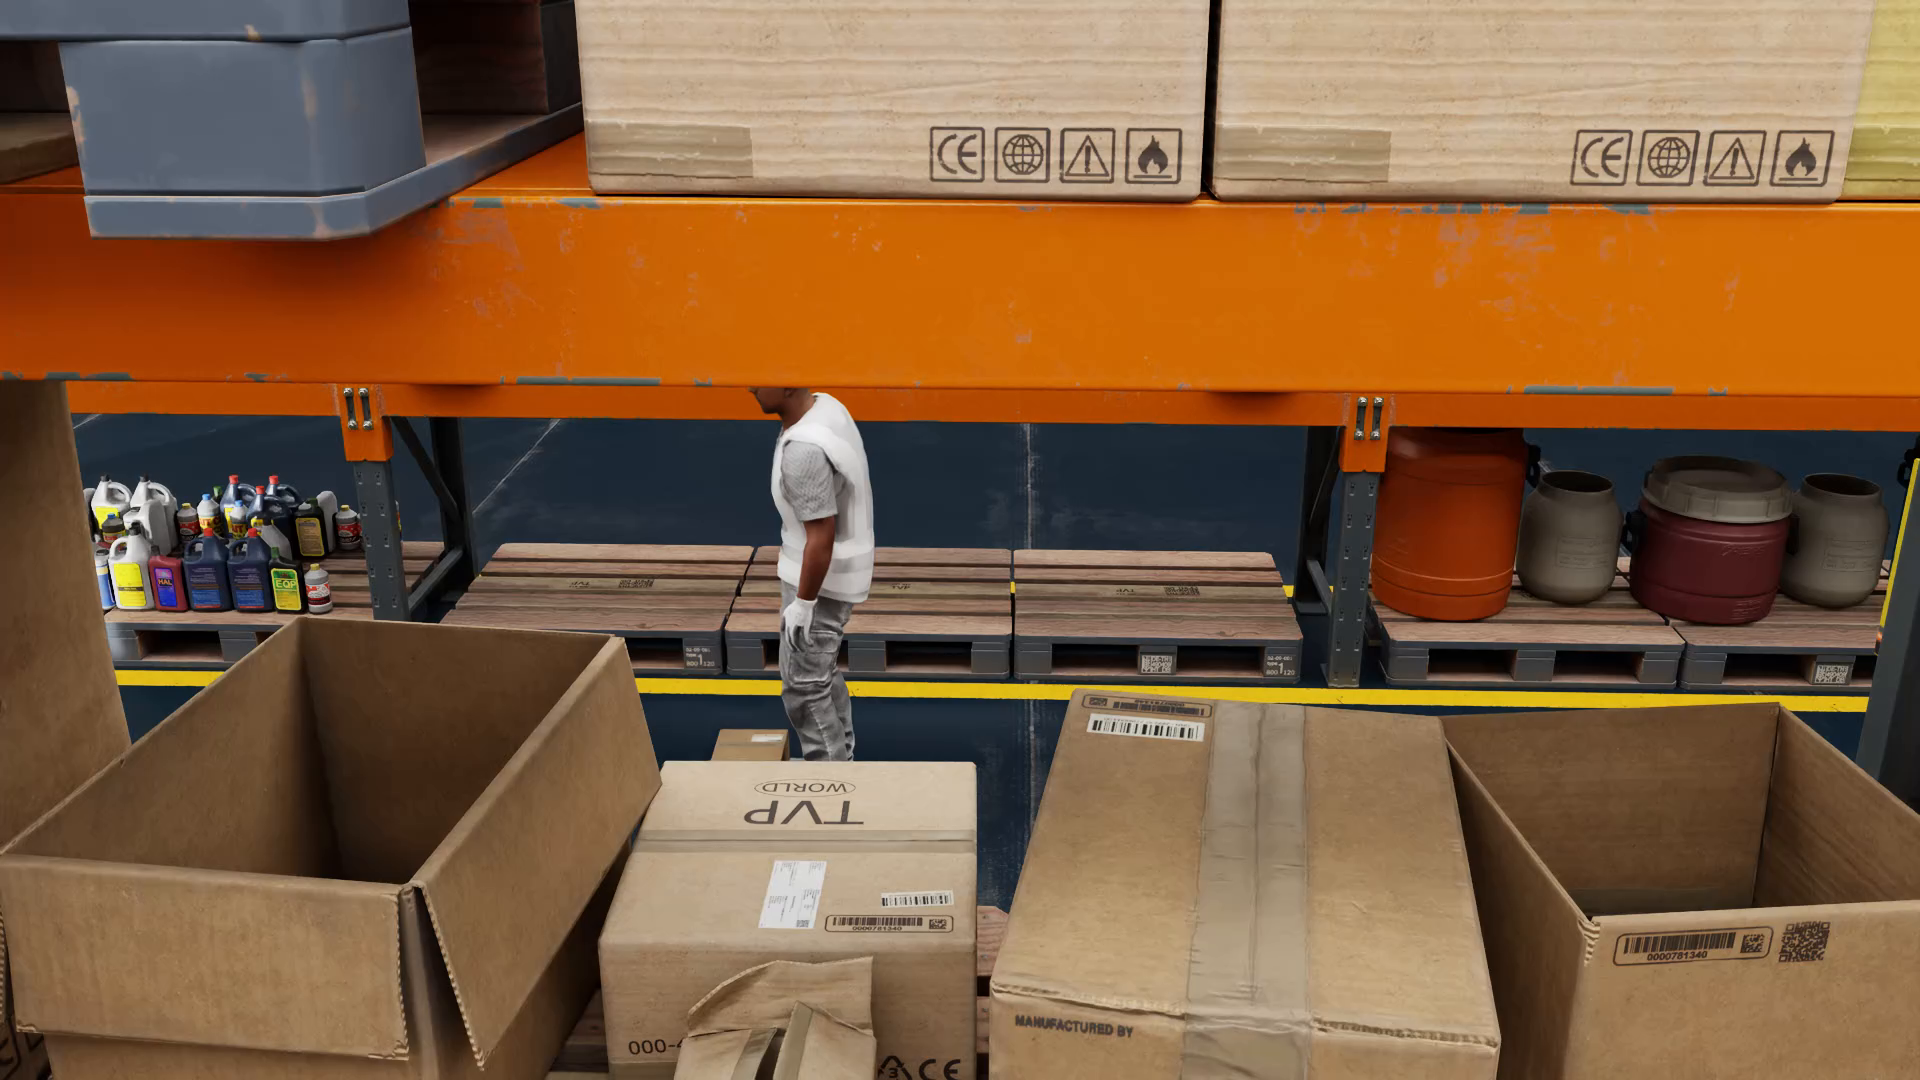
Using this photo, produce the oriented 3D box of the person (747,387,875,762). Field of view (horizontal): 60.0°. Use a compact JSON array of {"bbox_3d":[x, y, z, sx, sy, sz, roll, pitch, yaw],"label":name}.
[{"bbox_3d":[-0.517,0.134,5.708,0.450,1.773,0.609,0,21,0],"label":"person"}]
